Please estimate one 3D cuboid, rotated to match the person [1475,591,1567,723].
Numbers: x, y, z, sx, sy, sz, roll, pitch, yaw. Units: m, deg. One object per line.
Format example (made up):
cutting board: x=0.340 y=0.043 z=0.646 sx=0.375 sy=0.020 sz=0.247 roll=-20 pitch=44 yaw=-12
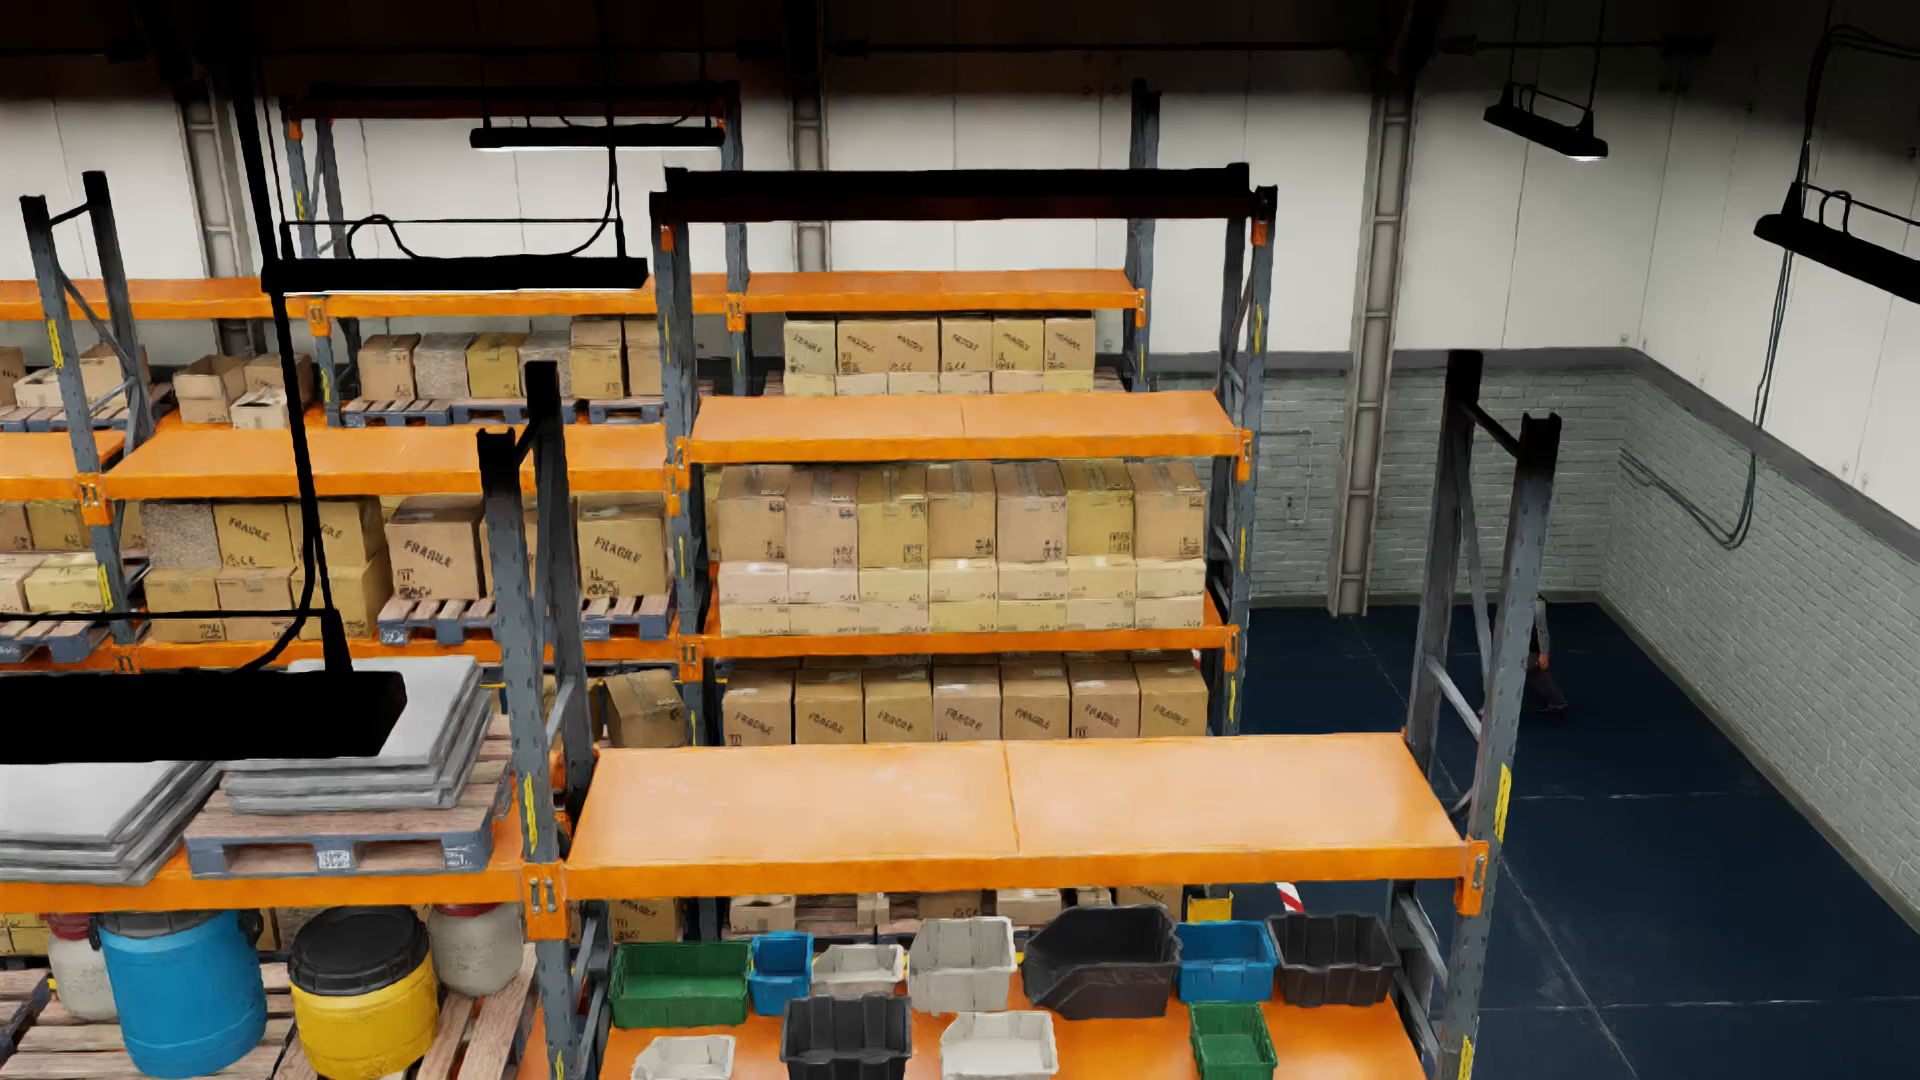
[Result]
person: x=5.543 y=1.026 z=16.403 sx=1.115 sy=1.648 sz=0.543 roll=0 pitch=22 yaw=0
